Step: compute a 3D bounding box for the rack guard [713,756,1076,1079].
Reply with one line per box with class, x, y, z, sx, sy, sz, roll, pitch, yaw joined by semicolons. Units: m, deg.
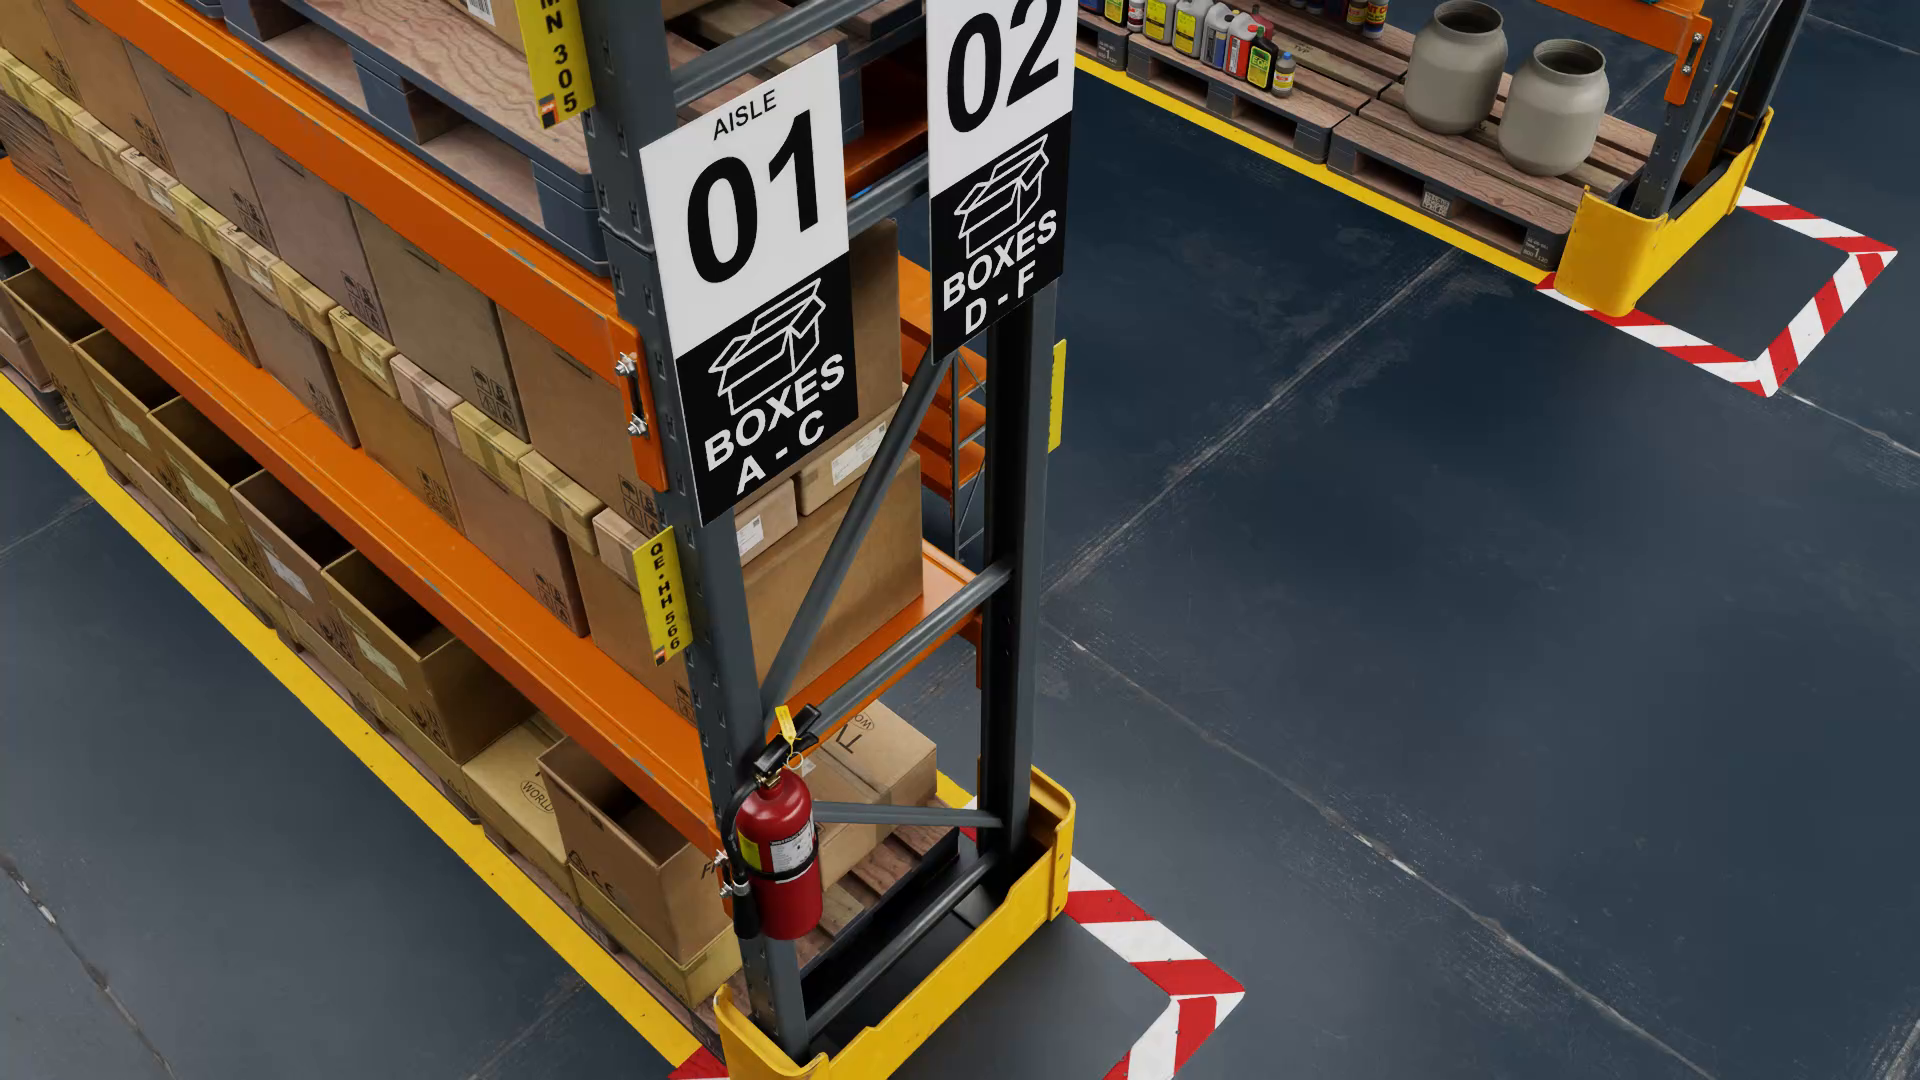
rack guard;-0.159;1.170;4.809;0.348;0.500;1.175;34;55;28

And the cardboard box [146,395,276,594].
cardboard box;-2.253;-0.243;5.505;0.500;0.500;0.500;34;55;28

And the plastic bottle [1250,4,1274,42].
plastic bottle;1.444;-2.440;8.045;0.133;0.283;0.061;34;55;28

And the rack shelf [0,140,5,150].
rack shelf;-4.586;-2.418;6.956;4.000;0.370;1.077;34;55;28

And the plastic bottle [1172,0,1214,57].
plastic bottle;1.146;-2.554;8.106;0.144;0.351;0.185;-36;56;-29

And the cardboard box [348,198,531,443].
cardboard box;-0.940;-0.697;3.888;0.500;0.500;0.700;33;55;27

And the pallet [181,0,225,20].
pallet;-1.579;-1.661;3.755;1.213;0.211;1.003;34;55;28

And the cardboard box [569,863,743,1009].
cardboard box;-0.771;0.993;4.858;0.500;0.250;0.500;34;55;28

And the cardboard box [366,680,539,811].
cardboard box;-1.515;0.506;5.316;0.500;0.250;0.500;34;55;28

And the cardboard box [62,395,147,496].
cardboard box;-2.981;-0.486;6.247;0.500;0.250;0.500;34;55;28

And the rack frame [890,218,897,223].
rack frame;-0.301;-0.613;6.003;0.015;1.200;0.240;34;55;28

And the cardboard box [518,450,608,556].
cardboard box;-0.780;-0.169;3.838;0.250;0.149;0.380;35;56;28

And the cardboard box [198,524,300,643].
cardboard box;-2.253;0.014;5.778;0.500;0.250;0.500;34;55;28

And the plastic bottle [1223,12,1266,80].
plastic bottle;1.372;-2.380;7.994;0.135;0.276;0.152;34;56;28

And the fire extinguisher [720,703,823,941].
fire extinguisher;-0.405;0.636;3.648;0.183;0.674;0.296;34;55;28

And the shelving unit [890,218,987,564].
shelving unit;-0.122;-0.493;5.889;0.503;1.200;0.258;34;55;28

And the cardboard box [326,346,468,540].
cardboard box;-1.261;-0.475;4.570;0.500;0.500;0.700;34;56;28

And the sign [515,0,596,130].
sign;-0.555;-0.717;2.255;0.005;0.325;0.100;34;55;28

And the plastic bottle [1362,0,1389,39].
plastic bottle;2.065;-2.630;8.231;0.097;0.271;0.097;0;47;0

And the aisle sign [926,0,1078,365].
aisle sign;0.079;-0.719;3.084;0.004;0.787;0.394;34;55;28

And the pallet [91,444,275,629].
pallet;-2.560;-0.305;6.392;1.213;0.211;1.003;34;55;28

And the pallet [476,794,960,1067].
pallet;-0.767;0.901;5.259;1.213;0.211;1.003;34;55;28

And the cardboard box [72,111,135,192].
cardboard box;-2.299;-1.191;4.797;0.250;0.149;0.380;32;55;27

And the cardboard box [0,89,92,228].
cardboard box;-2.786;-1.494;5.526;0.500;0.500;0.700;33;55;27

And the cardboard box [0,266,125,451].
cardboard box;-2.988;-0.738;5.969;0.500;0.500;0.500;34;55;28

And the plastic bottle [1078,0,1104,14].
plastic bottle;0.697;-2.856;8.390;0.185;0.351;0.144;32;54;26

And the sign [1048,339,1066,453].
sign;0.204;-0.315;3.841;0.005;0.325;0.100;34;55;28

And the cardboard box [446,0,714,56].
cardboard box;-0.596;-1.238;2.842;0.797;0.503;0.637;-34;56;-28

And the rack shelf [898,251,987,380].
rack shelf;-0.122;-0.762;5.603;0.480;0.148;0.258;34;55;28

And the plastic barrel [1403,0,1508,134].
plastic barrel;2.282;-2.174;7.652;0.421;0.512;0.421;0;47;0

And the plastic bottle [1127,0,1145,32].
plastic bottle;0.889;-2.653;8.301;0.097;0.201;0.097;0;47;0

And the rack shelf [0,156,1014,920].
rack shelf;-1.646;-0.440;5.099;4.000;0.370;1.077;34;55;28

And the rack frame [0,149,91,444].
rack frame;-3.116;-1.675;5.766;0.127;3.000;1.000;34;55;28

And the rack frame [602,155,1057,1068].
rack frame;-0.177;0.302;3.909;0.127;3.000;1.000;34;55;28

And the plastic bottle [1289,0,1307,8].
plastic bottle;1.739;-2.848;8.437;0.097;0.271;0.097;0;47;0

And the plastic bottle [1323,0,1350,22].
plastic bottle;1.911;-2.755;8.341;0.133;0.283;0.061;35;56;28

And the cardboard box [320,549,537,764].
cardboard box;-1.517;0.251;5.041;0.500;0.500;0.500;34;55;28

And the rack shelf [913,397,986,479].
rack shelf;-0.122;-0.446;5.938;0.480;0.148;0.258;34;55;28

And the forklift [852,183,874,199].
forklift;-1.744;-2.235;6.338;3.031;2.935;1.130;33;55;27

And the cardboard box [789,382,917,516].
cardboard box;-0.319;-0.263;3.926;0.250;0.149;0.380;34;55;27

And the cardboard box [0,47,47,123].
cardboard box;-2.675;-1.444;5.035;0.250;0.149;0.380;33;55;27

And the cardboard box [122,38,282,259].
cardboard box;-1.679;-1.193;4.354;0.500;0.500;0.700;34;55;28

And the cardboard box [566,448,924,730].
cardboard box;-0.511;0.030;4.095;0.500;0.500;0.700;34;55;28

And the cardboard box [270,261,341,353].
cardboard box;-1.539;-0.680;4.318;0.250;0.149;0.380;35;56;29

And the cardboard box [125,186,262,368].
cardboard box;-2.028;-0.986;5.050;0.500;0.500;0.700;35;56;28

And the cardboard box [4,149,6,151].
cardboard box;-3.995;-1.371;6.693;0.500;0.311;0.500;35;56;29

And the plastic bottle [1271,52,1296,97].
plastic bottle;1.539;-2.215;7.890;0.097;0.201;0.097;0;47;0

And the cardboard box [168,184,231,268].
cardboard box;-1.909;-0.931;4.553;0.250;0.149;0.380;34;55;27

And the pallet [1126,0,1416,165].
pallet;1.612;-2.415;8.373;1.213;0.211;1.003;34;55;28

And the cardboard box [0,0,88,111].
cardboard box;-2.414;-1.689;4.819;0.500;0.500;0.700;34;55;28

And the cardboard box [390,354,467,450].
cardboard box;-1.151;-0.421;4.075;0.250;0.149;0.380;35;56;28
